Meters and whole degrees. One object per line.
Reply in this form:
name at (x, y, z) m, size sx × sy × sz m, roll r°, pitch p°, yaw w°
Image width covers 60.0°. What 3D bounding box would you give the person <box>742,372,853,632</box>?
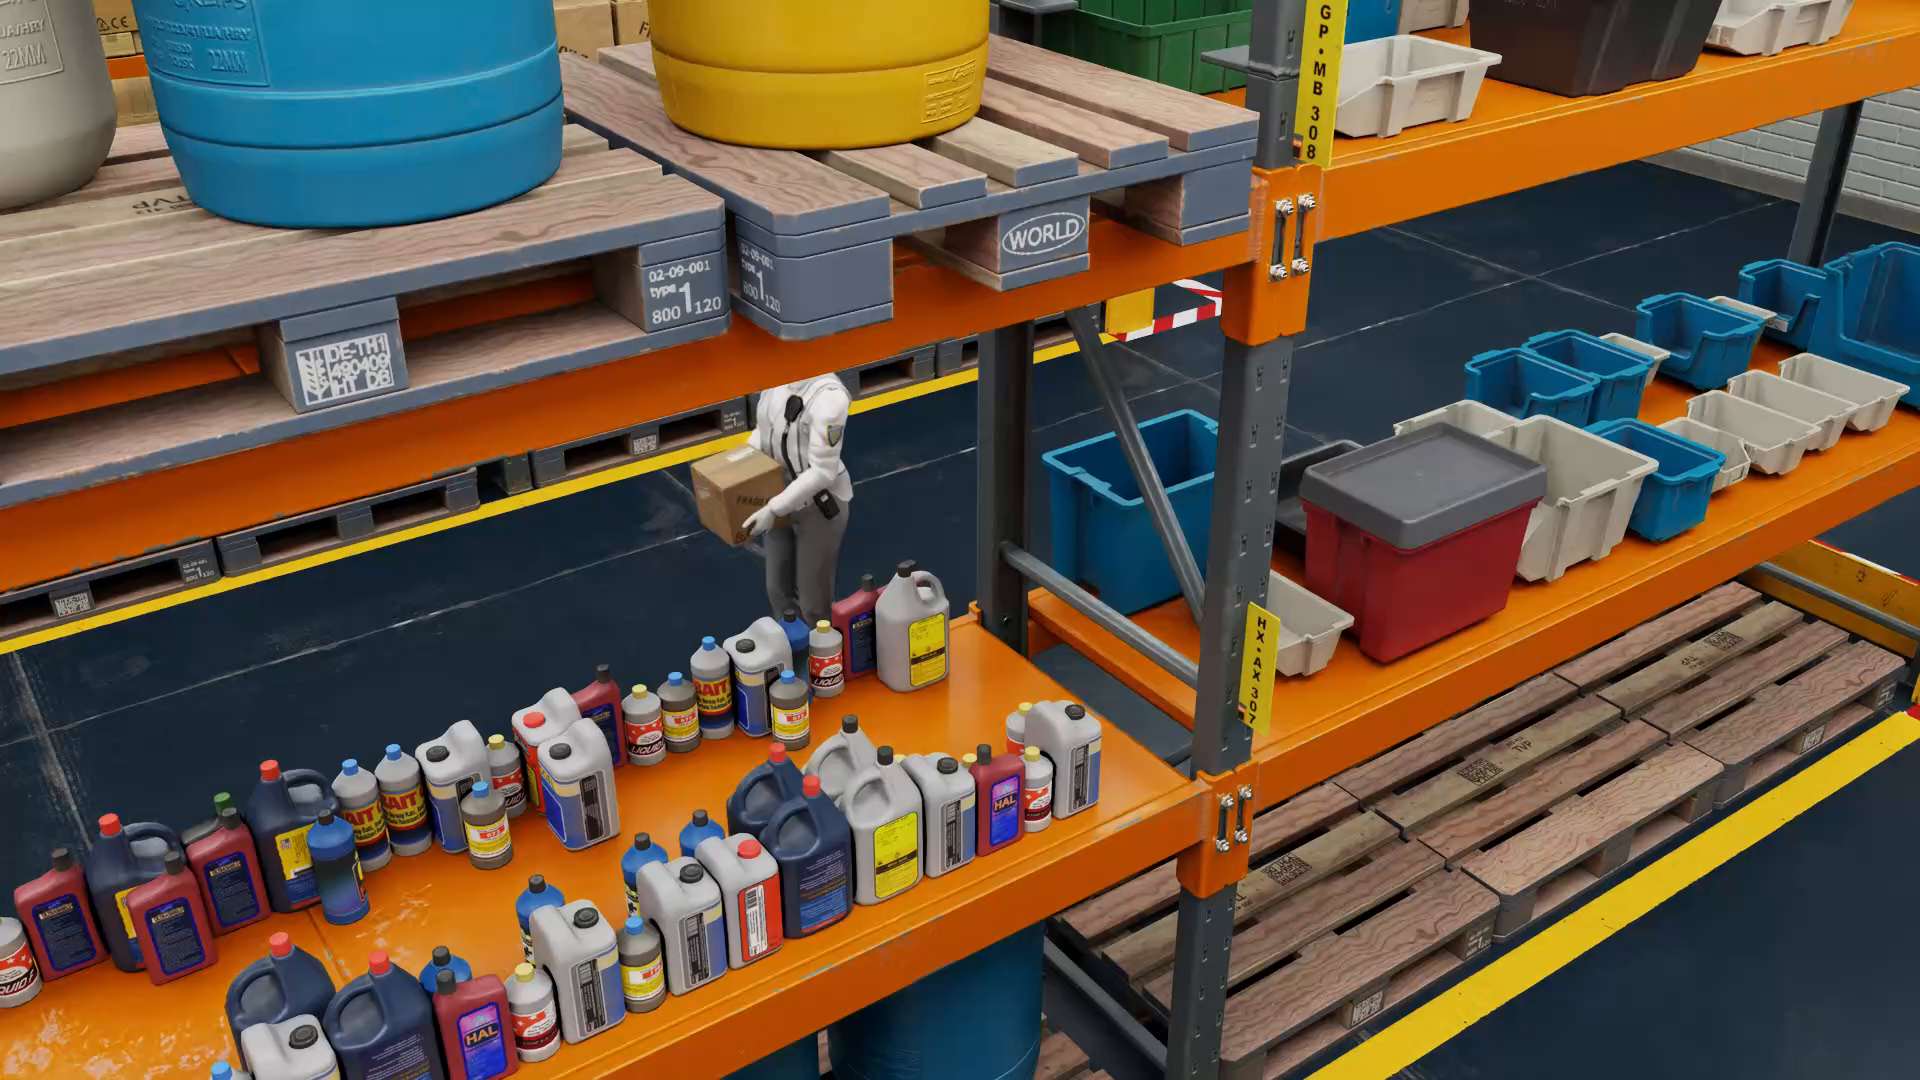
person at (-0.655, -0.109, 6.290) m, size 0.517 × 1.692 × 0.482 m, roll -19°, pitch 34°, yaw -31°
